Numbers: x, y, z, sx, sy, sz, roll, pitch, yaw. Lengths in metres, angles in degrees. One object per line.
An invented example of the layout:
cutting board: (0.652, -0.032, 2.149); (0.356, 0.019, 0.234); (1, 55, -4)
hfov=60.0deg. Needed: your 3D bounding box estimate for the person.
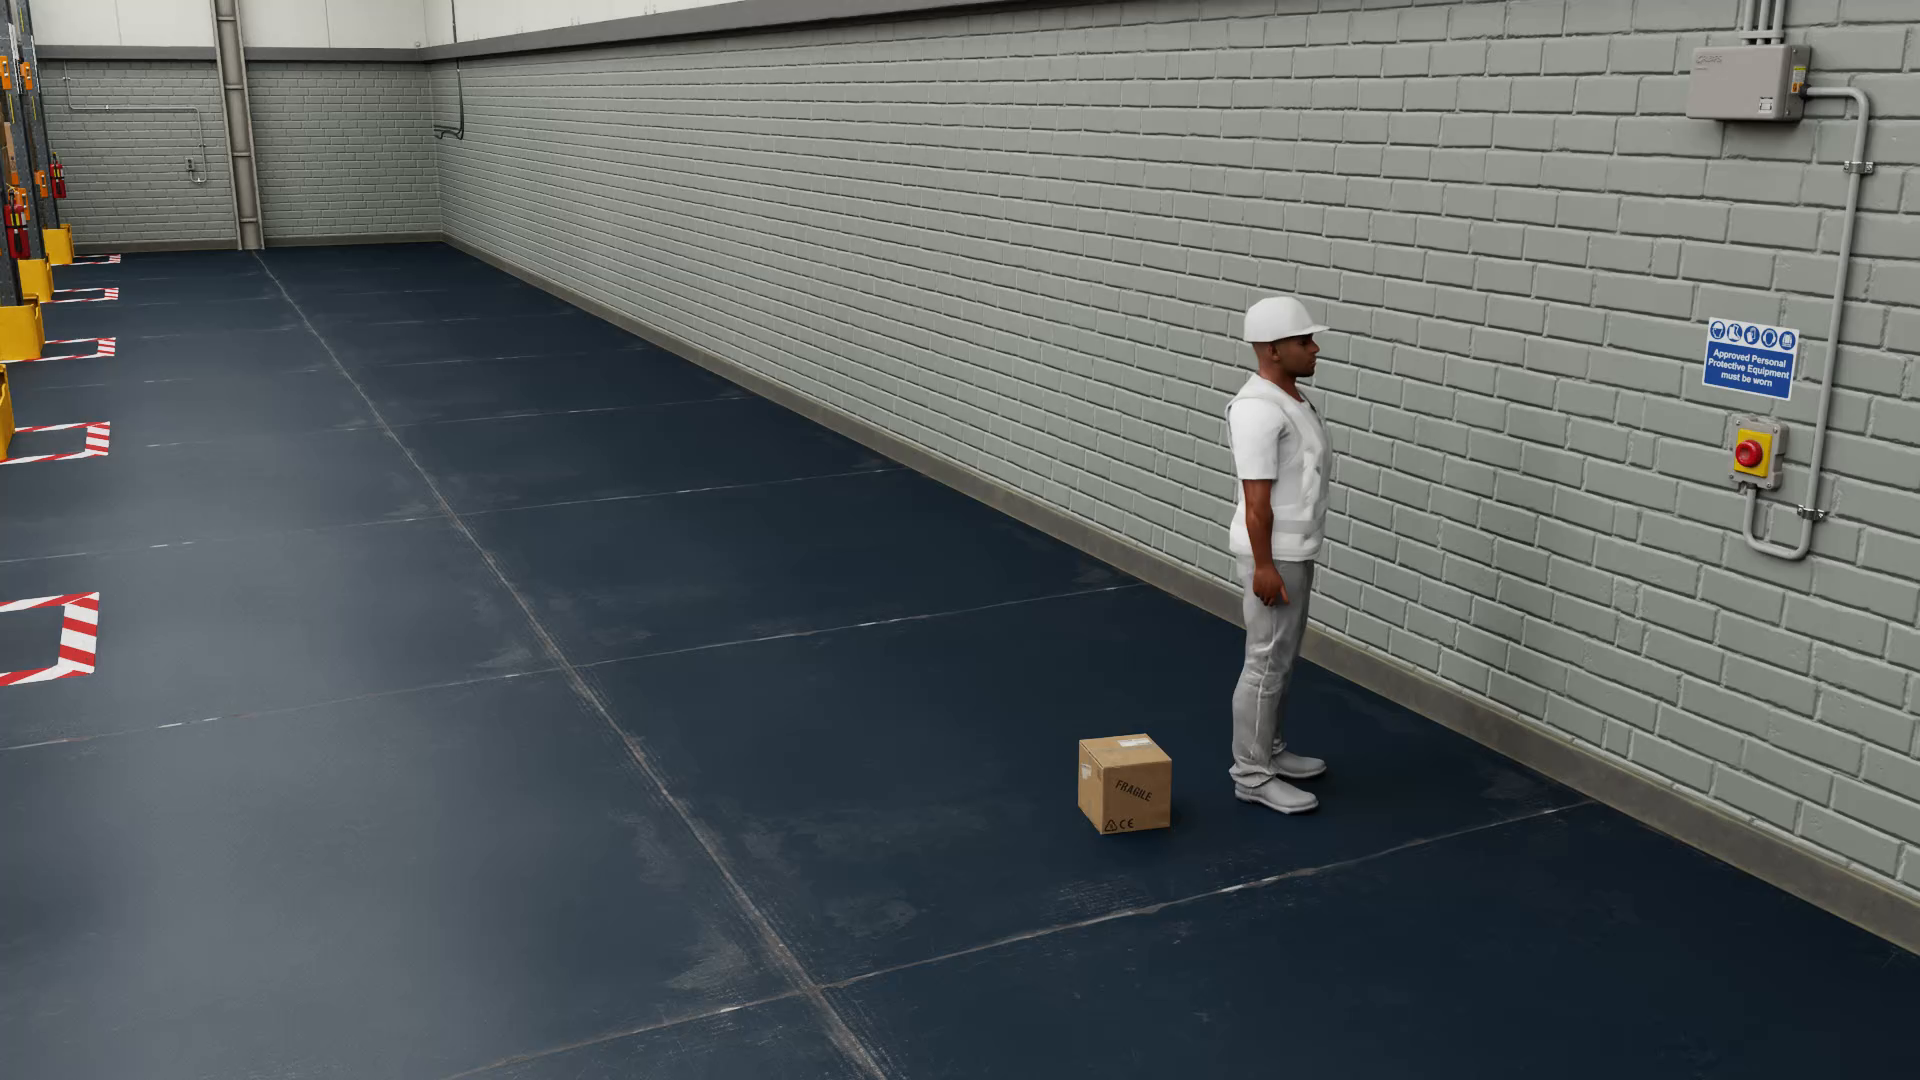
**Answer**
person: (1.127, 0.037, 5.831); (0.392, 1.770, 0.544); (5, 16, 17)
